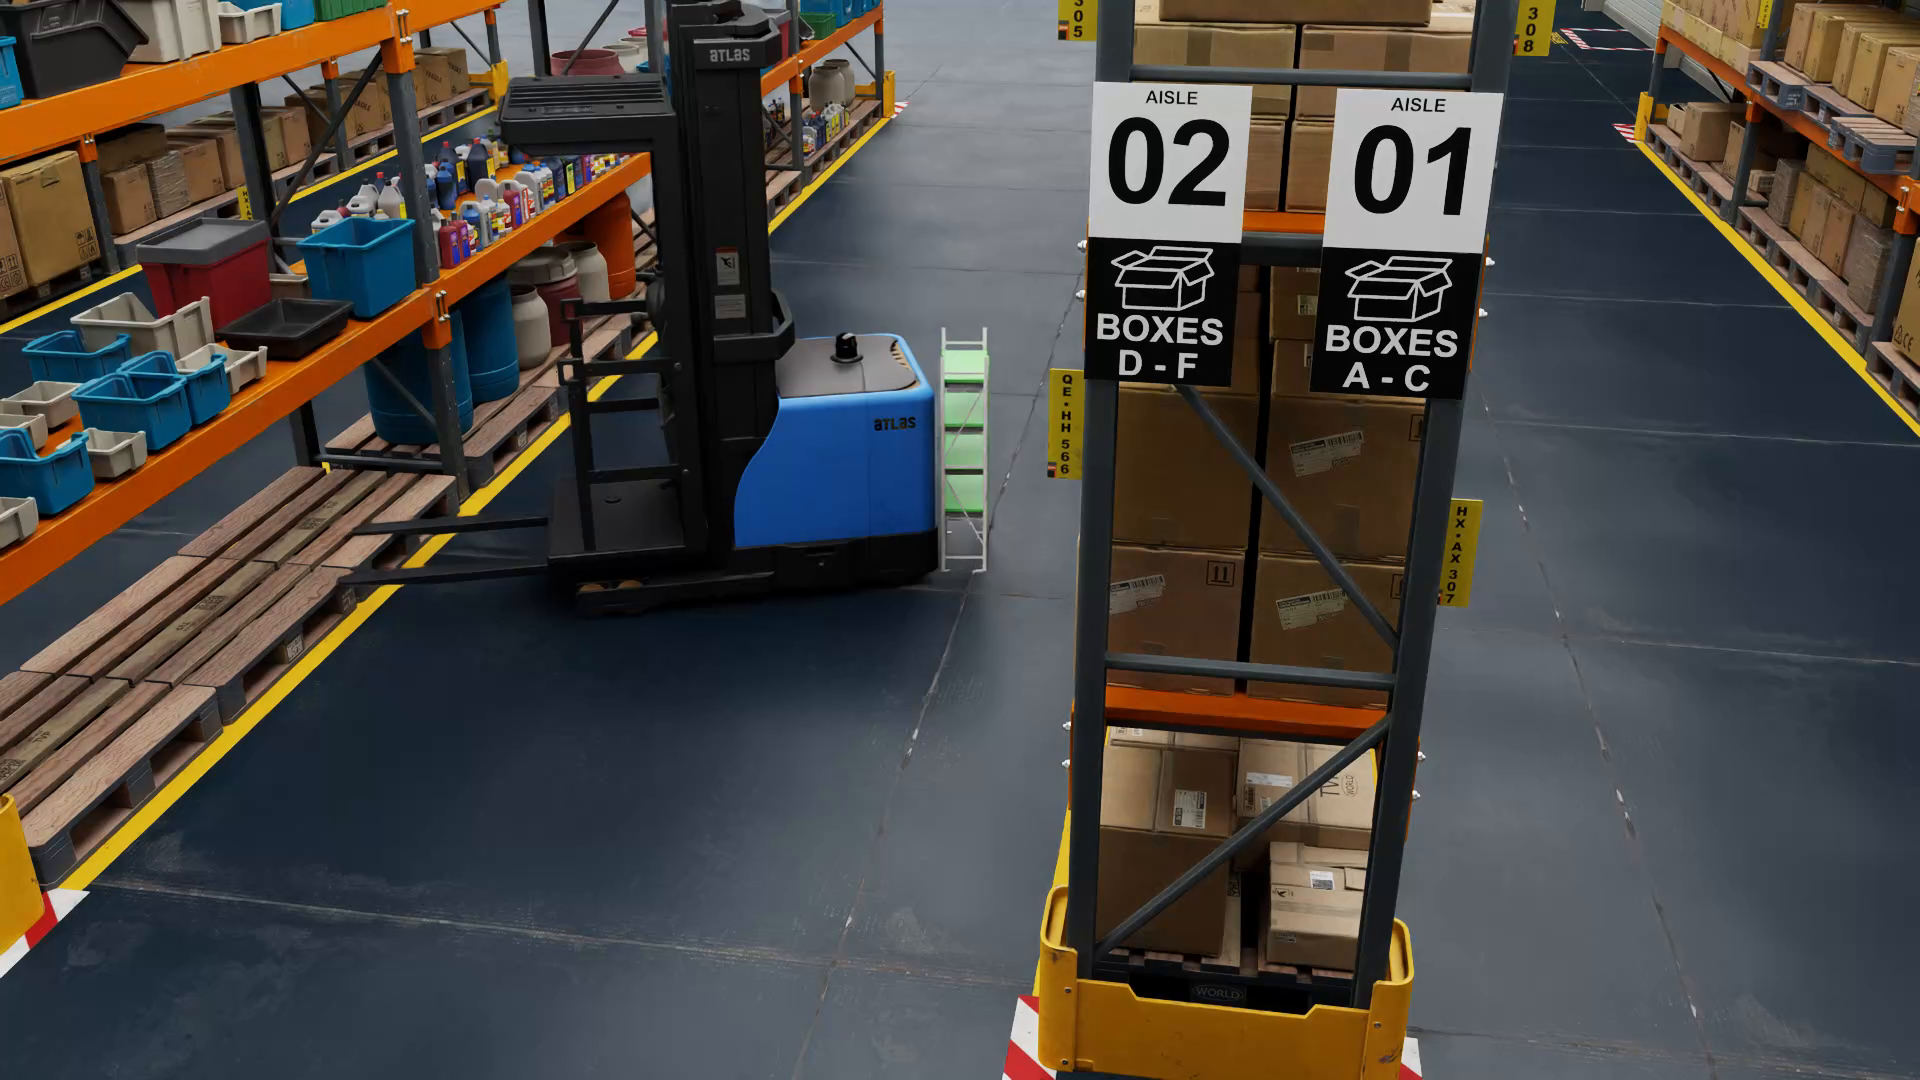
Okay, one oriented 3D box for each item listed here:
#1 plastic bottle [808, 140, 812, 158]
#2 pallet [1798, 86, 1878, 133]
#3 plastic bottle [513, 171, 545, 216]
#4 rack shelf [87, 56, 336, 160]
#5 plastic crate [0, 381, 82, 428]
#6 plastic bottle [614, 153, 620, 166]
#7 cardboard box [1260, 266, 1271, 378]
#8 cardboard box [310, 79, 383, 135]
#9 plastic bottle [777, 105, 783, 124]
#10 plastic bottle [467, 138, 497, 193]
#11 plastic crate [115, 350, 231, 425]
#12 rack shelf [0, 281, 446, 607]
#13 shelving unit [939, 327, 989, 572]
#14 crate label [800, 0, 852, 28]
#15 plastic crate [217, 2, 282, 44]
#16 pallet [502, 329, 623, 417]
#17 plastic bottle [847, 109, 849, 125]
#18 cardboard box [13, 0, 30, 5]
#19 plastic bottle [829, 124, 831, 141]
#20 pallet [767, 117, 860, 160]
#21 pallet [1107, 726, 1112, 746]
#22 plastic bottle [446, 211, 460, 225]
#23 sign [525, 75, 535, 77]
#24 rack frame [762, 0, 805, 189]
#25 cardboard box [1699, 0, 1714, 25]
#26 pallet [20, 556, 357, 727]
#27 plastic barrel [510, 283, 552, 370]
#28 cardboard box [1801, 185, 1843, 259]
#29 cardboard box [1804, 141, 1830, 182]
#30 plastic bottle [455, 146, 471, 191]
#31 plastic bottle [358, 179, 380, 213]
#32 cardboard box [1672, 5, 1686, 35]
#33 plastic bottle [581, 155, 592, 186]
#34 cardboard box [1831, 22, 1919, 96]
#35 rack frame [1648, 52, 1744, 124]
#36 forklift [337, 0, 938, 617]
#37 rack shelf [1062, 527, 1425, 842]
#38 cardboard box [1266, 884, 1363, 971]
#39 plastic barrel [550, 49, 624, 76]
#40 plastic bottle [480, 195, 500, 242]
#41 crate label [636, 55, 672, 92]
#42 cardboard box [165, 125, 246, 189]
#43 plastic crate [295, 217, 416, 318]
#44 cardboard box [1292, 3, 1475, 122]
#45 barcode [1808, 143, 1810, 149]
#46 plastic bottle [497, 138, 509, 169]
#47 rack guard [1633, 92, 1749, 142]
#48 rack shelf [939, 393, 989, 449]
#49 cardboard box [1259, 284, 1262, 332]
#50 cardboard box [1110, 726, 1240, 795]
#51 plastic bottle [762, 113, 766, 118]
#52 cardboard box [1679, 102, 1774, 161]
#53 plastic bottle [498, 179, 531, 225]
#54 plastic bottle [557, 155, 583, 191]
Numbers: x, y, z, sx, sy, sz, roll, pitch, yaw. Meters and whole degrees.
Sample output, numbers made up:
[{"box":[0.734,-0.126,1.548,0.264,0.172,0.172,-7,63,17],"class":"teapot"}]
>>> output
[{"box":[-1.581,-4.049,17.144,0.097,0.201,0.097,0,25,0],"class":"plastic bottle"},{"box":[7.321,-3.356,13.109,1.003,0.211,1.213,4,25,9],"class":"pallet"},{"box":[-2.749,-2.221,10.604,0.152,0.276,0.135,4,25,9],"class":"plastic bottle"},{"box":[-7.296,-4.153,15.432,1.077,0.370,4.000,4,25,9],"class":"rack shelf"},{"box":[-3.976,-0.578,7.187,0.298,0.136,0.250,4,25,9],"class":"plastic crate"},{"box":[-2.488,-2.817,11.882,0.097,0.271,0.097,0,25,0],"class":"plastic bottle"},{"box":[1.422,-0.914,6.368,0.500,0.500,0.500,4,25,8],"class":"cardboard box"},{"box":[-6.778,-4.778,18.372,0.500,0.500,0.500,13,28,25],"class":"cardboard box"},{"box":[-2.050,-4.797,18.741,0.097,0.201,0.097,0,25,0],"class":"plastic bottle"},{"box":[-3.211,-2.517,11.148,0.144,0.351,0.185,4,25,9],"class":"plastic bottle"},{"box":[-3.414,-0.661,7.251,0.416,0.233,0.300,4,25,9],"class":"plastic crate"},{"box":[-3.717,-0.464,7.551,1.077,0.370,4.000,4,25,9],"class":"rack shelf"},{"box":[0.022,-0.480,8.859,0.258,1.200,0.503,0,25,0],"class":"shelving unit"},{"box":[-1.463,-5.872,18.216,0.502,0.435,0.616,4,25,9],"class":"crate label"},{"box":[-3.222,-2.307,7.413,0.293,0.136,0.466,4,25,9],"class":"plastic crate"},{"box":[-3.026,-1.195,11.553,1.003,0.211,1.213,4,25,9],"class":"pallet"},{"box":[-1.297,-4.778,18.702,0.097,0.201,0.097,0,25,0],"class":"plastic bottle"},{"box":[-11.538,-6.602,19.639,0.875,0.550,0.500,4,25,9],"class":"cardboard box"},{"box":[-1.441,-4.408,17.912,0.097,0.201,0.097,0,25,0],"class":"plastic bottle"},{"box":[-1.735,-4.499,18.612,1.003,0.211,1.213,4,25,9],"class":"pallet"},{"box":[1.186,0.781,7.333,1.003,0.211,1.213,4,25,9],"class":"pallet"},{"box":[-3.005,-1.857,9.914,0.097,0.201,0.097,0,25,0],"class":"plastic bottle"},{"box":[-3.280,-3.408,12.800,0.100,0.325,0.005,4,25,9],"class":"sign"},{"box":[-2.083,-4.972,16.334,1.000,3.000,0.127,4,25,9],"class":"rack frame"},{"box":[7.717,-5.422,16.564,0.500,0.500,0.500,5,26,10],"class":"cardboard box"},{"box":[-3.669,0.459,8.021,1.003,0.211,1.213,4,25,9],"class":"pallet"},{"box":[-2.988,-1.442,11.232,0.421,0.512,0.421,0,25,0],"class":"plastic barrel"},{"box":[7.429,-2.613,13.725,0.700,0.500,0.500,4,25,9],"class":"cardboard box"},{"box":[7.519,-3.199,14.091,0.500,0.250,0.500,3,25,7],"class":"cardboard box"},{"box":[-3.353,-2.504,11.208,0.152,0.276,0.135,4,25,9],"class":"plastic bottle"},{"box":[-3.563,-2.011,10.066,0.144,0.351,0.185,4,25,9],"class":"plastic bottle"},{"box":[7.881,-5.499,17.614,0.500,0.250,0.500,3,25,7],"class":"cardboard box"},{"box":[-2.568,-2.569,11.339,0.061,0.283,0.133,4,25,9],"class":"plastic bottle"},{"box":[7.399,-3.809,13.212,0.700,0.500,0.500,8,26,16],"class":"cardboard box"},{"box":[8.345,-5.958,18.441,1.000,3.000,0.127,4,25,9],"class":"rack frame"},{"box":[-1.685,-1.181,8.315,3.031,2.935,1.130,-5,26,-11],"class":"forklift"},{"box":[1.169,-0.119,6.814,1.077,0.370,4.000,4,25,9],"class":"rack shelf"},{"box":[1.250,1.332,5.709,0.380,0.149,0.250,4,25,9],"class":"cardboard box"},{"box":[-2.959,-3.576,13.190,0.600,0.536,0.708,4,25,9],"class":"plastic barrel"},{"box":[-2.833,-1.935,9.997,0.097,0.271,0.097,0,25,0],"class":"plastic bottle"},{"box":[-2.307,-3.712,13.600,0.502,0.435,0.616,4,25,9],"class":"crate label"},{"box":[-7.278,-3.695,16.035,0.700,0.500,0.500,2,25,4],"class":"cardboard box"},{"box":[-3.130,-1.427,8.709,0.392,0.384,0.575,4,25,9],"class":"plastic crate"},{"box":[1.183,-1.322,4.585,0.500,0.250,0.500,4,25,9],"class":"cardboard box"},{"box":[8.016,-3.707,15.683,0.001,0.075,0.075,4,25,9],"class":"barcode"},{"box":[-3.269,-2.755,11.831,0.097,0.201,0.097,0,25,0],"class":"plastic bottle"},{"box":[8.333,-4.795,18.903,1.175,0.500,0.348,4,25,9],"class":"rack guard"},{"box":[0.022,-0.639,8.785,0.258,0.148,0.480,0,25,0],"class":"rack shelf"},{"box":[1.585,-0.884,7.482,0.500,0.500,0.500,5,25,10],"class":"cardboard box"},{"box":[0.873,0.798,6.731,0.500,0.250,0.500,4,25,9],"class":"cardboard box"},{"box":[-2.147,-4.510,18.041,0.152,0.276,0.135,4,25,9],"class":"plastic bottle"},{"box":[7.881,-4.201,17.116,0.700,0.500,0.500,2,25,5],"class":"cardboard box"},{"box":[-2.787,-2.124,10.396,0.152,0.276,0.135,4,25,9],"class":"plastic bottle"},{"box":[-2.635,-2.536,11.188,0.144,0.351,0.185,4,25,9],"class":"plastic bottle"}]
